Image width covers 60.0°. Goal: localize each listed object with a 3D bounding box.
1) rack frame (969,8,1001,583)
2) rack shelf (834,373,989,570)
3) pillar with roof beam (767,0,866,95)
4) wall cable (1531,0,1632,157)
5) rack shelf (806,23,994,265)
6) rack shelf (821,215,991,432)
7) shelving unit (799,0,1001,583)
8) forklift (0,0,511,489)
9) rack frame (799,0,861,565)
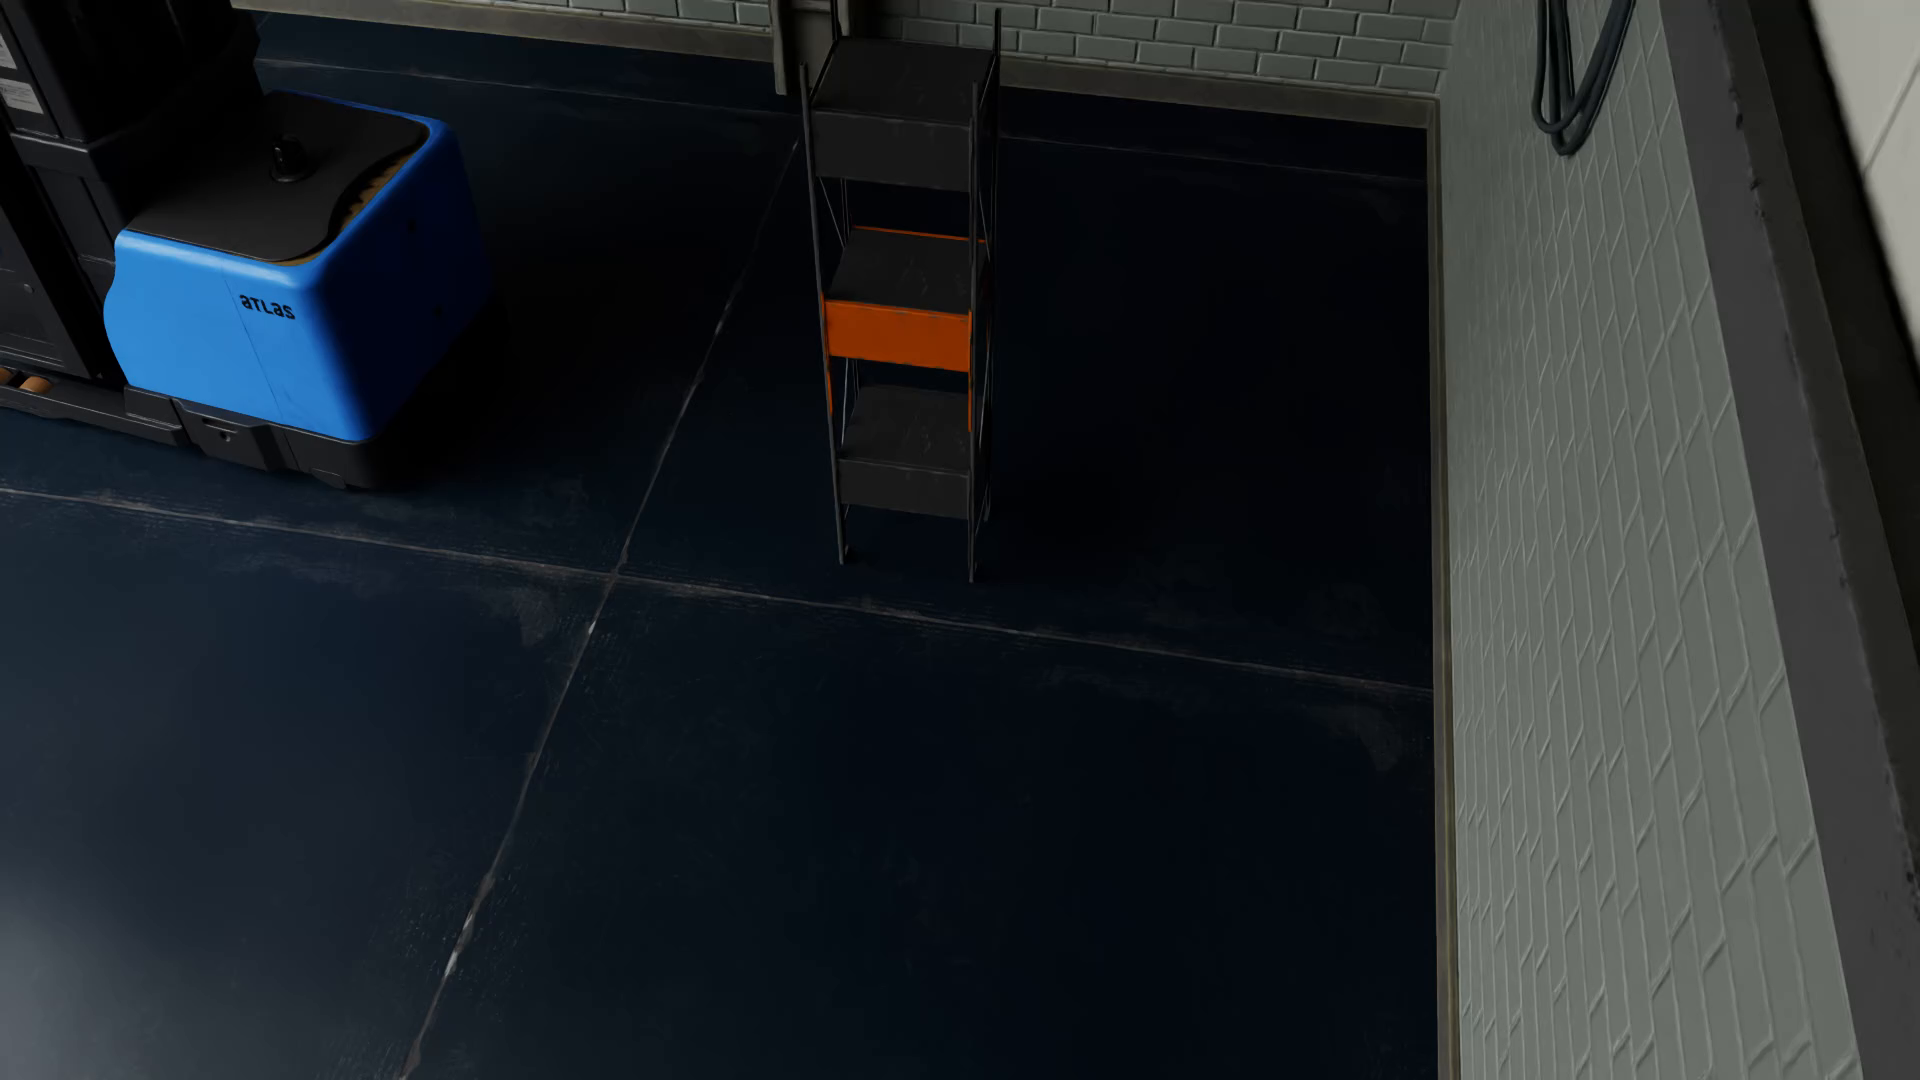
[{"bbox_3d":[0.077,-0.691,5.460,0.015,2.100,0.400,8,49,7],"label":"rack frame"},{"bbox_3d":[-0.163,-0.247,6.019,0.480,0.518,0.431,8,49,7],"label":"rack shelf"},{"bbox_3d":[-1.454,-2.152,2.134,0.400,9.000,9.100,8,49,7],"label":"pillar with roof beam"},{"bbox_3d":[1.976,-2.907,4.900,0.112,2.526,3.097,8,49,7],"label":"wall cable"},{"bbox_3d":[-0.163,-1.182,4.978,0.480,0.518,0.431,8,49,7],"label":"rack shelf"},{"bbox_3d":[-0.163,-0.715,5.499,0.480,0.518,0.431,8,49,7],"label":"rack shelf"},{"bbox_3d":[-0.163,-0.724,5.489,0.503,2.100,0.431,8,49,7],"label":"shelving unit"},{"bbox_3d":[-3.446,-1.831,5.924,3.031,2.935,1.130,14,50,12],"label":"forklift"},{"bbox_3d":[-0.403,-0.756,5.518,0.015,2.100,0.400,8,49,7],"label":"rack frame"}]
